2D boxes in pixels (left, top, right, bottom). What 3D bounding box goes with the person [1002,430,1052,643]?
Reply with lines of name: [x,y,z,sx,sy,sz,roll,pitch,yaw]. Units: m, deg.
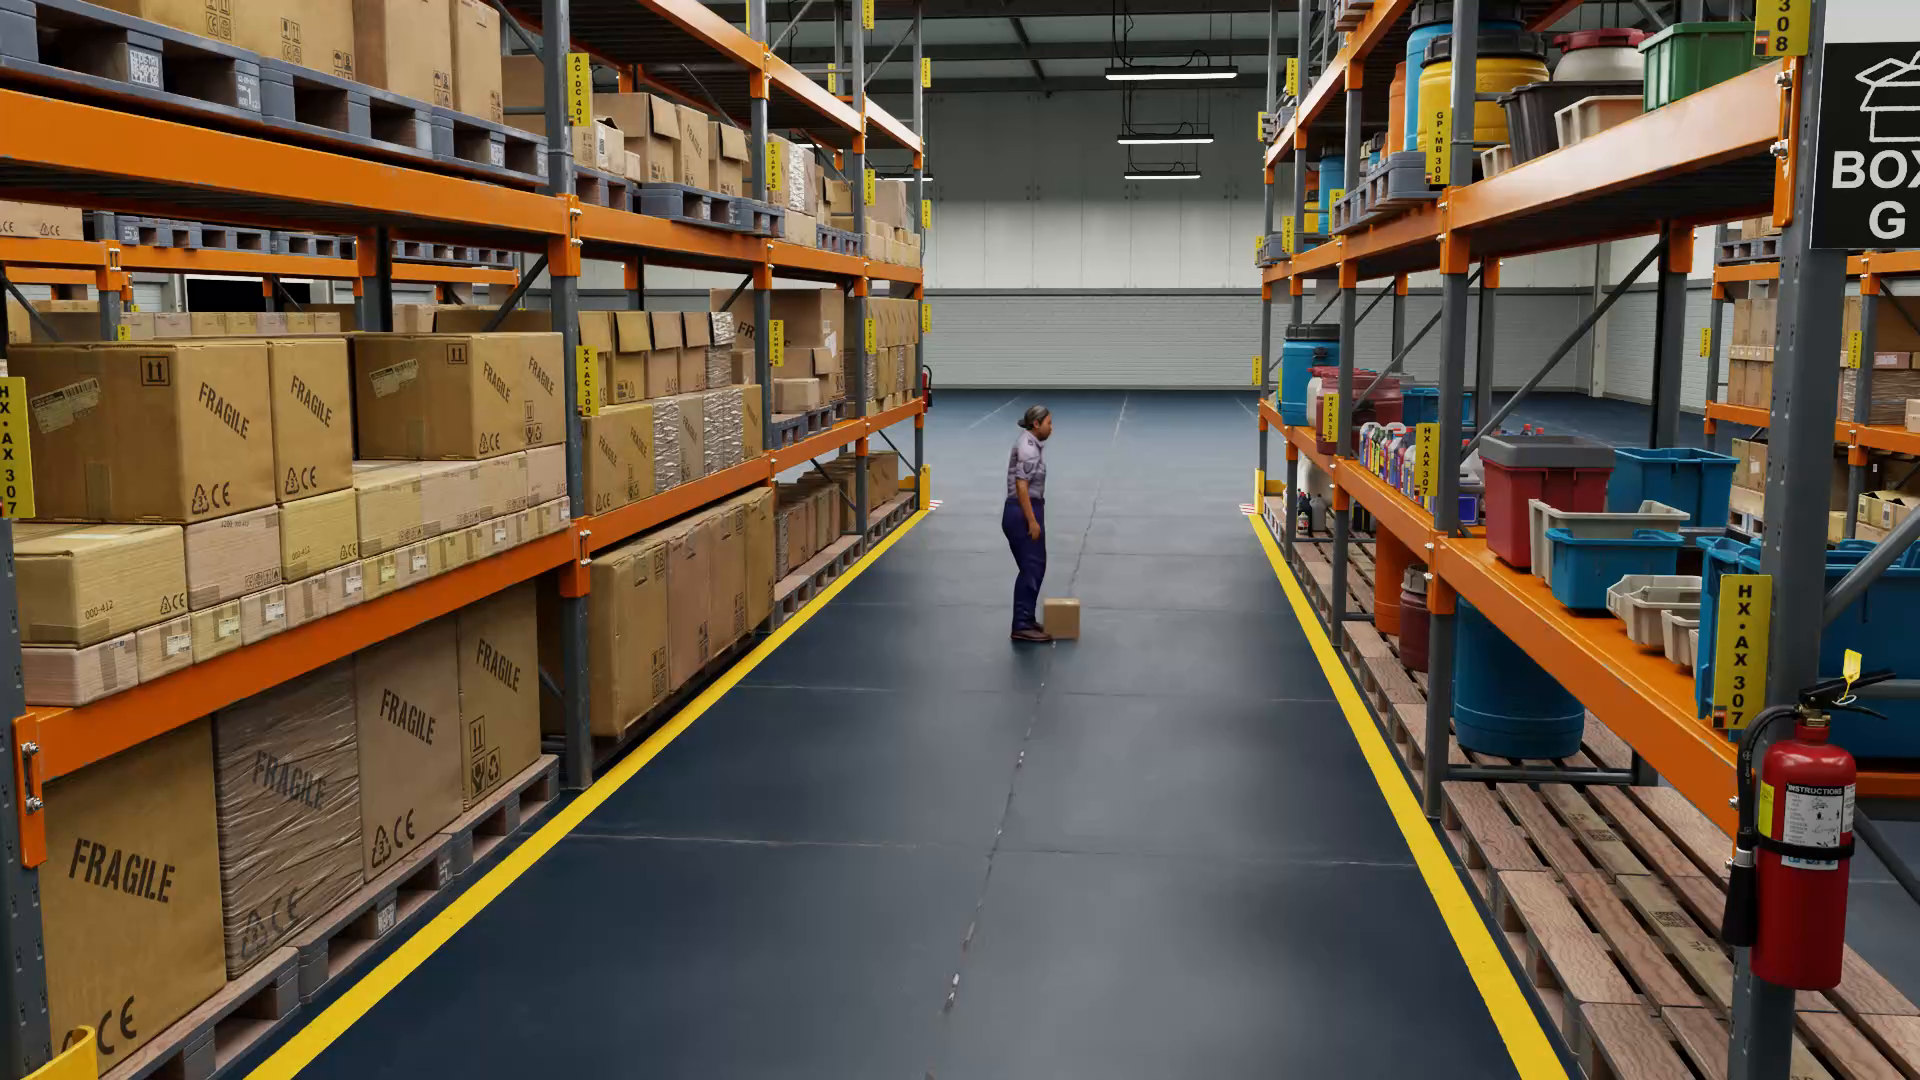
person: [0.484,-0.045,11.818,0.370,1.476,0.533,1,8,4]
